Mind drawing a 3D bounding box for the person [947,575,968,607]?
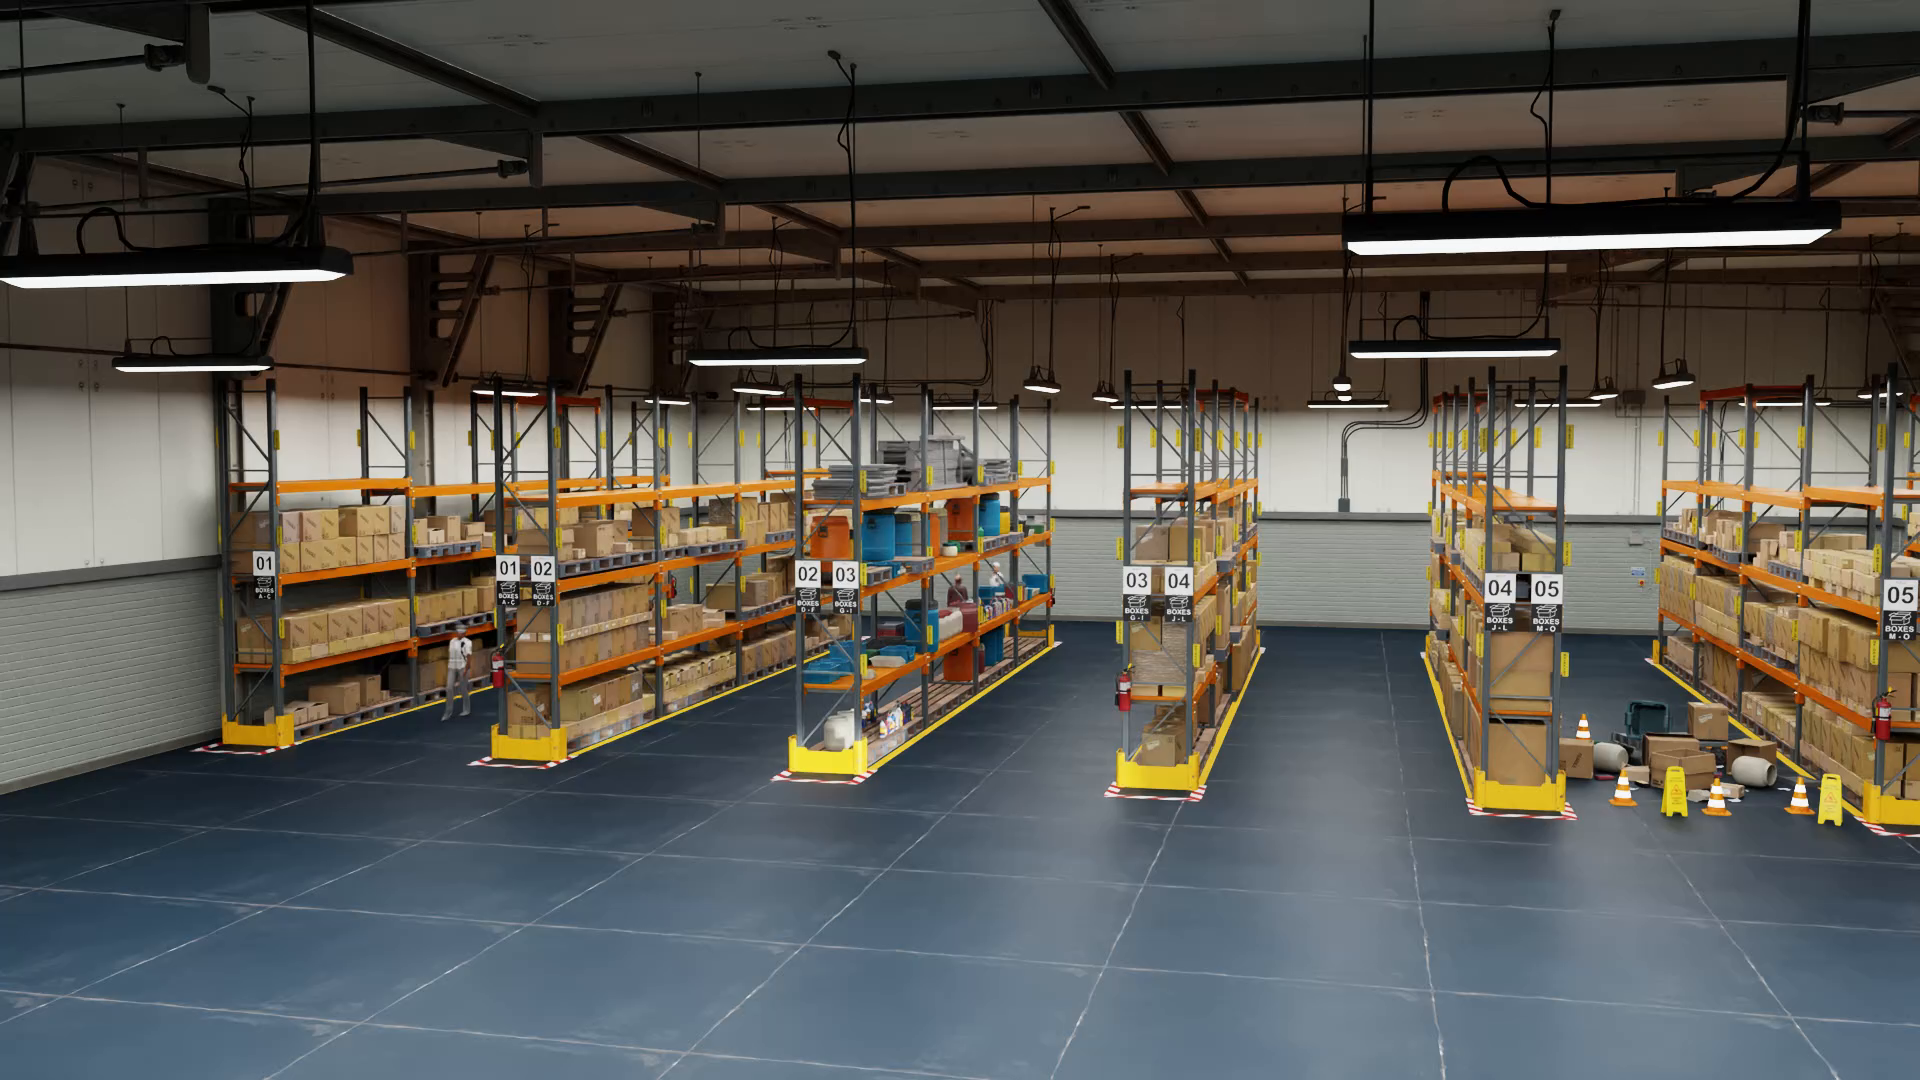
[{"bbox_3d":[-0.058,1.720,39.979,0.633,1.778,0.584,3,4,38],"label":"person"}]

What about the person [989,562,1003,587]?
[{"bbox_3d":[0.902,1.461,43.791,0.461,1.787,0.603,-1,3,-10],"label":"person"}]

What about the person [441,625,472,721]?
[{"bbox_3d":[-9.076,2.381,30.006,0.469,1.673,0.684,0,3,5],"label":"person"}]

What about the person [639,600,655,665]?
[{"bbox_3d":[-6.546,2.073,35.044,0.470,1.605,0.977,0,3,-1],"label":"person"}]
